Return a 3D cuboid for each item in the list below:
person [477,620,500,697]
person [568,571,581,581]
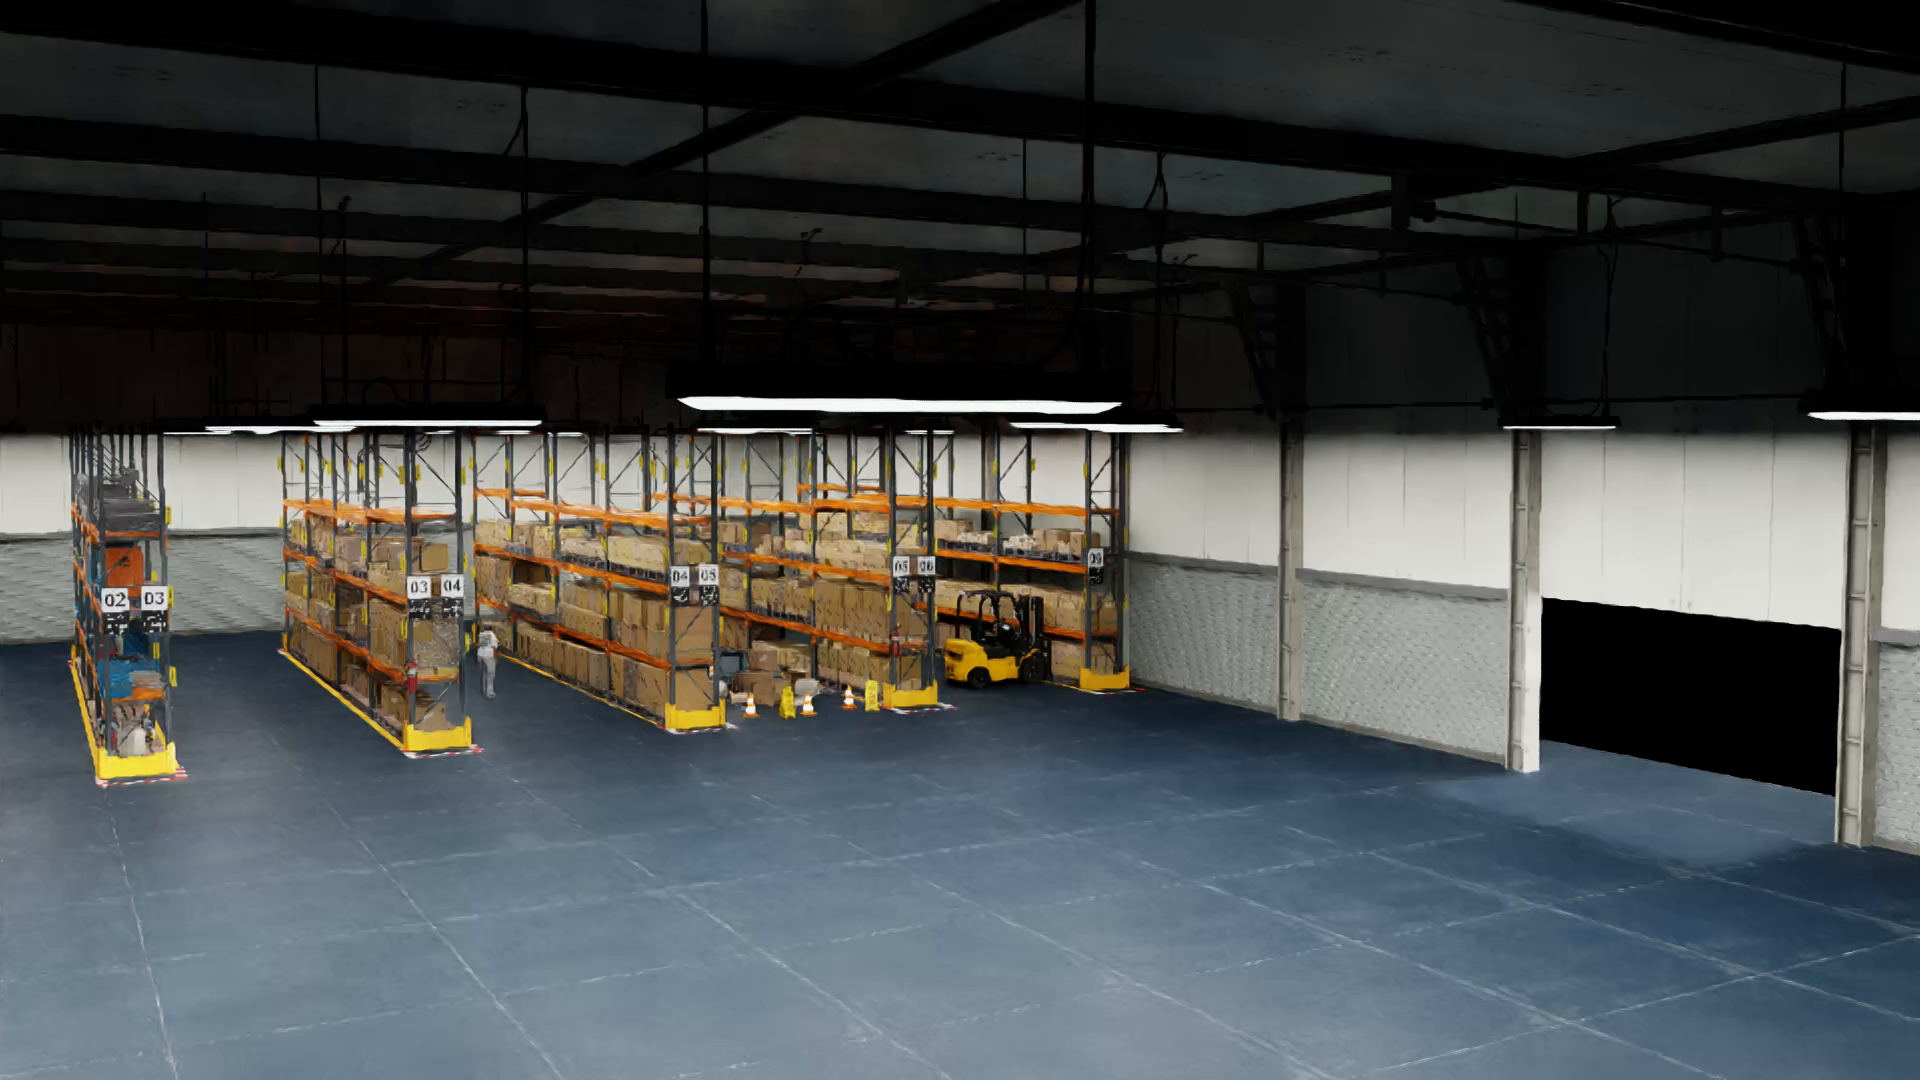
[{"bbox_3d":[-10.395,2.609,36.744,0.578,1.673,0.463,2,4,33],"label":"person"},{"bbox_3d":[-12.212,1.630,52.800,0.576,1.652,0.412,1,4,23],"label":"person"}]
